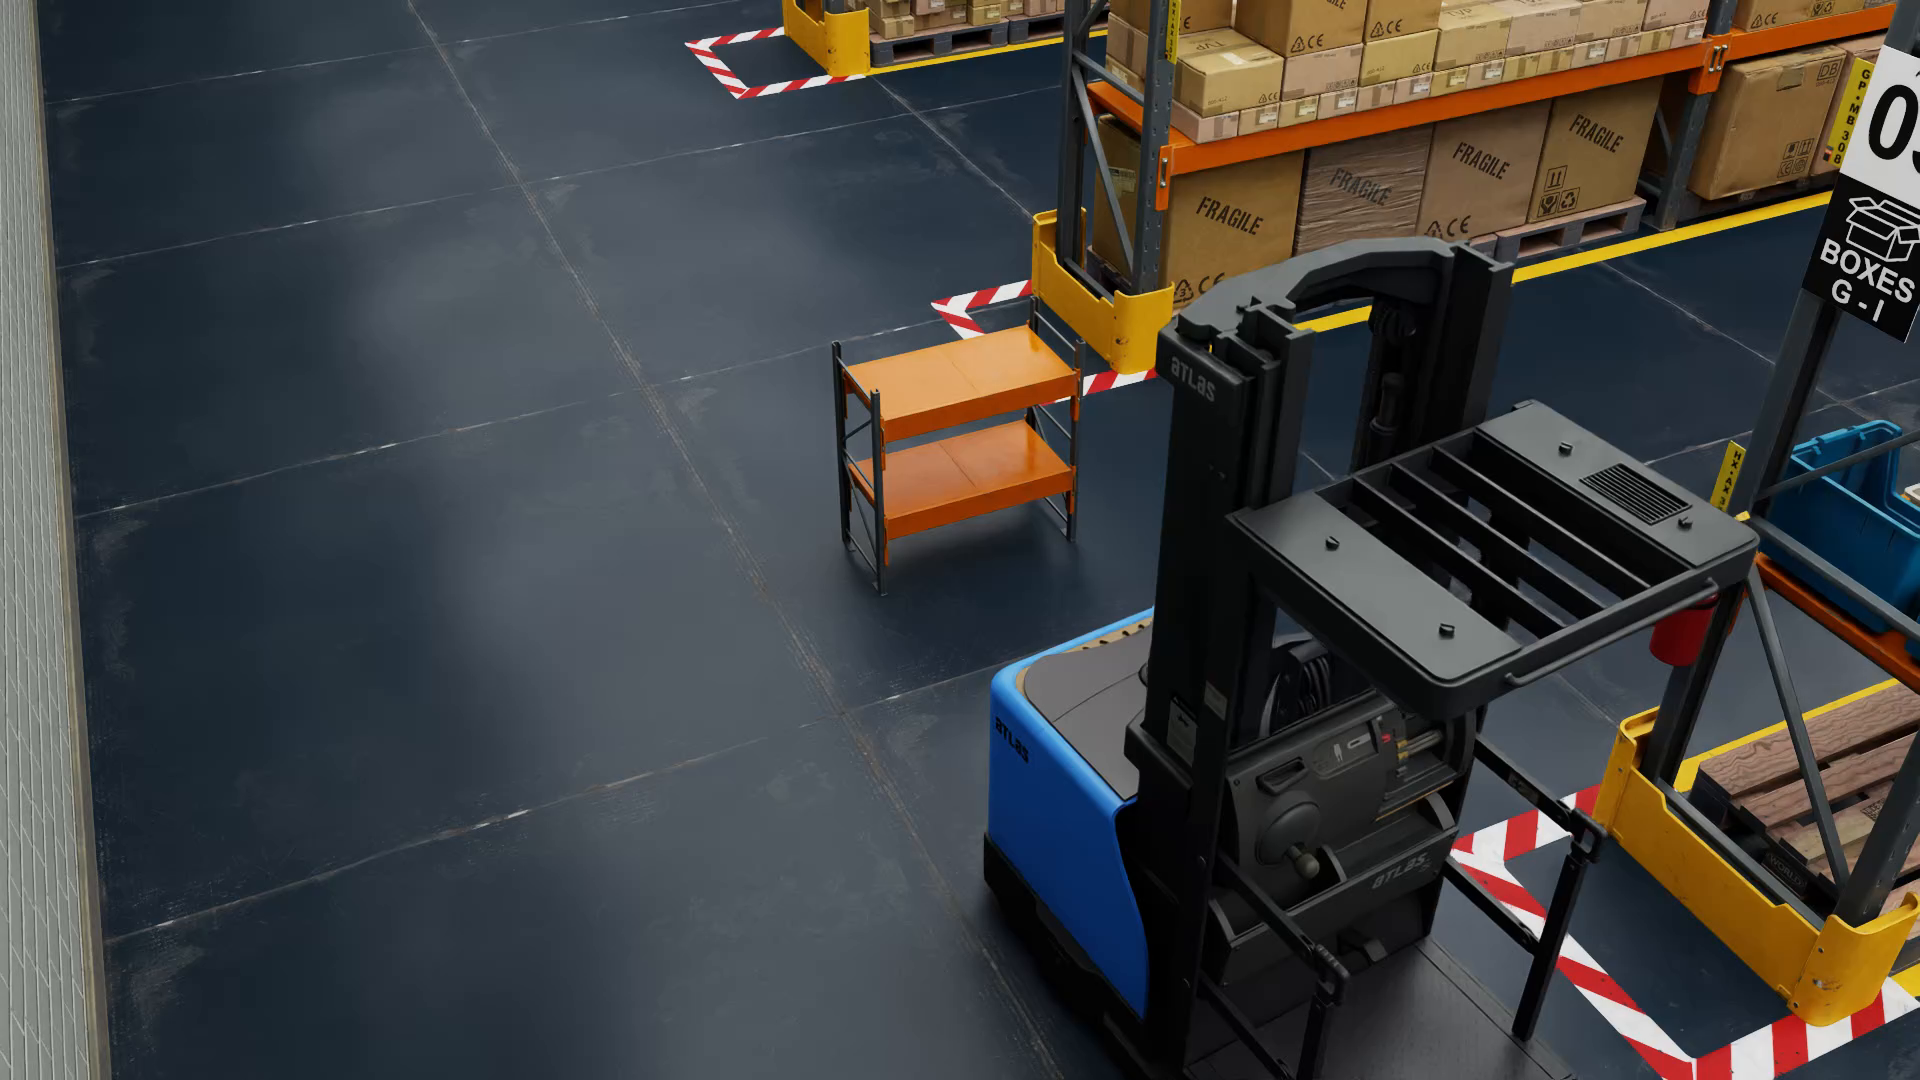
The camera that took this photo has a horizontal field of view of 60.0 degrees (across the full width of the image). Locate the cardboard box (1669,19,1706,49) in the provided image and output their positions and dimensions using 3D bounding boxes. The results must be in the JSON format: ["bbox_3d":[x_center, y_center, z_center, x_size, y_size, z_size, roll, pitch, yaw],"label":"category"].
[{"bbox_3d":[4.332,-3.160,10.203,0.250,0.149,0.380,-15,39,-20],"label":"cardboard box"}]

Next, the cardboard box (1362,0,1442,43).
[{"bbox_3d":[2.316,-3.099,9.158,0.500,0.500,0.500,-17,40,-21],"label":"cardboard box"}]

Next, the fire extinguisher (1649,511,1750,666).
[{"bbox_3d":[2.622,0.143,5.918,0.183,0.674,0.296,-16,39,-20],"label":"fire extinguisher"}]

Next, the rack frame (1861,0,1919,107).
[{"bbox_3d":[2.952,-2.241,3.717,0.127,3.000,1.000,-16,39,-20],"label":"rack frame"}]

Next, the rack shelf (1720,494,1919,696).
[{"bbox_3d":[4.762,-0.048,6.401,4.000,0.370,1.077,-16,39,-20],"label":"rack shelf"}]

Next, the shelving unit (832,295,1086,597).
[{"bbox_3d":[-0.006,-0.450,7.913,1.048,1.125,0.538,-16,39,-20],"label":"shelving unit"}]

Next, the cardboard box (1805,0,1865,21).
[{"bbox_3d":[5.446,-3.664,10.588,0.500,0.500,0.500,-16,39,-20],"label":"cardboard box"}]

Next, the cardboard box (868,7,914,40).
[{"bbox_3d":[-0.558,-4.186,13.417,0.250,0.149,0.380,-15,39,-19],"label":"cardboard box"}]

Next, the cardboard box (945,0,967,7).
[{"bbox_3d":[-0.129,-4.488,13.574,0.250,0.149,0.380,-15,39,-19],"label":"cardboard box"}]

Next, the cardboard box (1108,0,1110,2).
[{"bbox_3d":[1.305,-4.694,14.101,0.250,0.149,0.380,-16,39,-20],"label":"cardboard box"}]

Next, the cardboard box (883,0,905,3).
[{"bbox_3d":[-0.550,-4.415,13.225,0.250,0.149,0.380,-17,40,-22],"label":"cardboard box"}]

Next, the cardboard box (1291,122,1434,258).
[{"bbox_3d":[2.217,-2.253,10.201,0.875,0.875,0.875,-16,39,-20],"label":"cardboard box"}]

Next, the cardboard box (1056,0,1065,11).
[{"bbox_3d":[0.837,-4.585,13.954,0.250,0.149,0.380,-16,39,-20],"label":"cardboard box"}]

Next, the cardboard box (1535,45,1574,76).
[{"bbox_3d":[3.400,-2.899,9.852,0.250,0.149,0.380,-15,39,-19],"label":"cardboard box"}]

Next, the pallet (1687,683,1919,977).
[{"bbox_3d":[3.715,1.101,6.588,1.213,0.211,1.003,-16,39,-20],"label":"pallet"}]

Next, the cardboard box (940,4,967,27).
[{"bbox_3d":[-0.134,-4.363,13.655,0.250,0.149,0.380,-15,39,-19],"label":"cardboard box"}]

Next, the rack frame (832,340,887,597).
[{"bbox_3d":[-0.466,-0.321,7.739,0.032,1.125,0.500,-16,39,-20],"label":"rack frame"}]

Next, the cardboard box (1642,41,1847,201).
[{"bbox_3d":[5.039,-3.003,11.212,0.875,0.875,1.225,-15,39,-20],"label":"cardboard box"}]

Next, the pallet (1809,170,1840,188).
[{"bbox_3d":[6.241,-2.942,12.039,1.213,0.211,1.003,-16,39,-20],"label":"pallet"}]

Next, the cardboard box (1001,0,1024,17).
[{"bbox_3d":[0.334,-4.485,13.819,0.250,0.149,0.380,-16,39,-20],"label":"cardboard box"}]

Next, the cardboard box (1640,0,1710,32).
[{"bbox_3d":[4.180,-3.321,10.085,0.500,0.250,0.500,-16,40,-21],"label":"cardboard box"}]

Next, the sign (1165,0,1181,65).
[{"bbox_3d":[1.078,-2.581,8.419,0.005,0.325,0.100,-16,39,-20],"label":"sign"}]

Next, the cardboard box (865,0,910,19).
[{"bbox_3d":[-0.585,-4.340,13.374,0.250,0.149,0.380,-14,39,-18],"label":"cardboard box"}]

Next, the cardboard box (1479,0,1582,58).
[{"bbox_3d":[3.251,-3.059,9.733,0.500,0.250,0.500,-15,39,-19],"label":"cardboard box"}]

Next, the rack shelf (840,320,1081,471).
[{"bbox_3d":[-0.006,-0.685,7.738,1.000,0.278,0.538,-16,39,-20],"label":"rack shelf"}]

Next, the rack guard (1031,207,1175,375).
[{"bbox_3d":[0.826,-1.492,9.842,0.348,0.500,1.175,-16,39,-20],"label":"rack guard"}]

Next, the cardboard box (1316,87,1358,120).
[{"bbox_3d":[2.008,-2.511,9.328,0.250,0.149,0.380,-16,40,-21],"label":"cardboard box"}]

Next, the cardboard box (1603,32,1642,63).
[{"bbox_3d":[3.866,-3.030,10.028,0.250,0.149,0.380,-16,40,-21],"label":"cardboard box"}]

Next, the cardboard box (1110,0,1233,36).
[{"bbox_3d":[1.177,-3.128,9.196,0.500,0.500,0.500,-15,39,-19],"label":"cardboard box"}]

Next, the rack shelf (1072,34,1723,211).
[{"bbox_3d":[2.658,-2.720,10.002,4.000,0.370,1.077,-16,39,-20],"label":"rack shelf"}]

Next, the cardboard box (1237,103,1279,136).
[{"bbox_3d":[1.541,-2.379,9.150,0.250,0.149,0.380,-16,40,-21],"label":"cardboard box"}]

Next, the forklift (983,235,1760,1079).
[{"bbox_3d":[1.282,0.752,4.776,1.130,2.935,3.031,-20,41,-25],"label":"forklift"}]

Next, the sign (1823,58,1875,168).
[{"bbox_3d":[2.704,-1.286,5.036,0.005,0.325,0.100,-16,39,-20],"label":"sign"}]

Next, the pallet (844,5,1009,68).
[{"bbox_3d":[-0.349,-4.288,13.855,1.213,0.211,1.003,-16,39,-20],"label":"pallet"}]

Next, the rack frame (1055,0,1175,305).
[{"bbox_3d":[0.848,-2.502,9.106,0.127,3.000,1.000,-16,39,-20],"label":"rack frame"}]

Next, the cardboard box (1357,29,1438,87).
[{"bbox_3d":[2.321,-2.798,9.380,0.500,0.250,0.500,-17,40,-21],"label":"cardboard box"}]

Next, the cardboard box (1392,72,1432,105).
[{"bbox_3d":[2.472,-2.640,9.502,0.250,0.149,0.380,-16,39,-20],"label":"cardboard box"}]

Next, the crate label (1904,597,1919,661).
[{"bbox_3d":[3.315,0.327,5.381,0.303,0.233,0.416,-16,39,-20],"label":"crate label"}]

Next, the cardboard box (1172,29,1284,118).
[{"bbox_3d":[1.397,-2.537,9.029,0.500,0.250,0.500,-17,40,-21],"label":"cardboard box"}]

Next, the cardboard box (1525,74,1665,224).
[{"bbox_3d":[3.837,-2.706,10.811,0.875,0.875,0.875,-16,39,-20],"label":"cardboard box"}]

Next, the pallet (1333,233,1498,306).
[{"bbox_3d":[2.641,-1.933,10.679,1.213,0.211,1.003,-16,39,-20],"label":"pallet"}]

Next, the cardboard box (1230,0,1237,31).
[{"bbox_3d":[1.633,-2.955,9.593,0.500,0.250,0.500,-16,40,-21],"label":"cardboard box"}]

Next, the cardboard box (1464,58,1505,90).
[{"bbox_3d":[2.938,-2.771,9.678,0.250,0.149,0.380,-15,39,-19],"label":"cardboard box"}]
